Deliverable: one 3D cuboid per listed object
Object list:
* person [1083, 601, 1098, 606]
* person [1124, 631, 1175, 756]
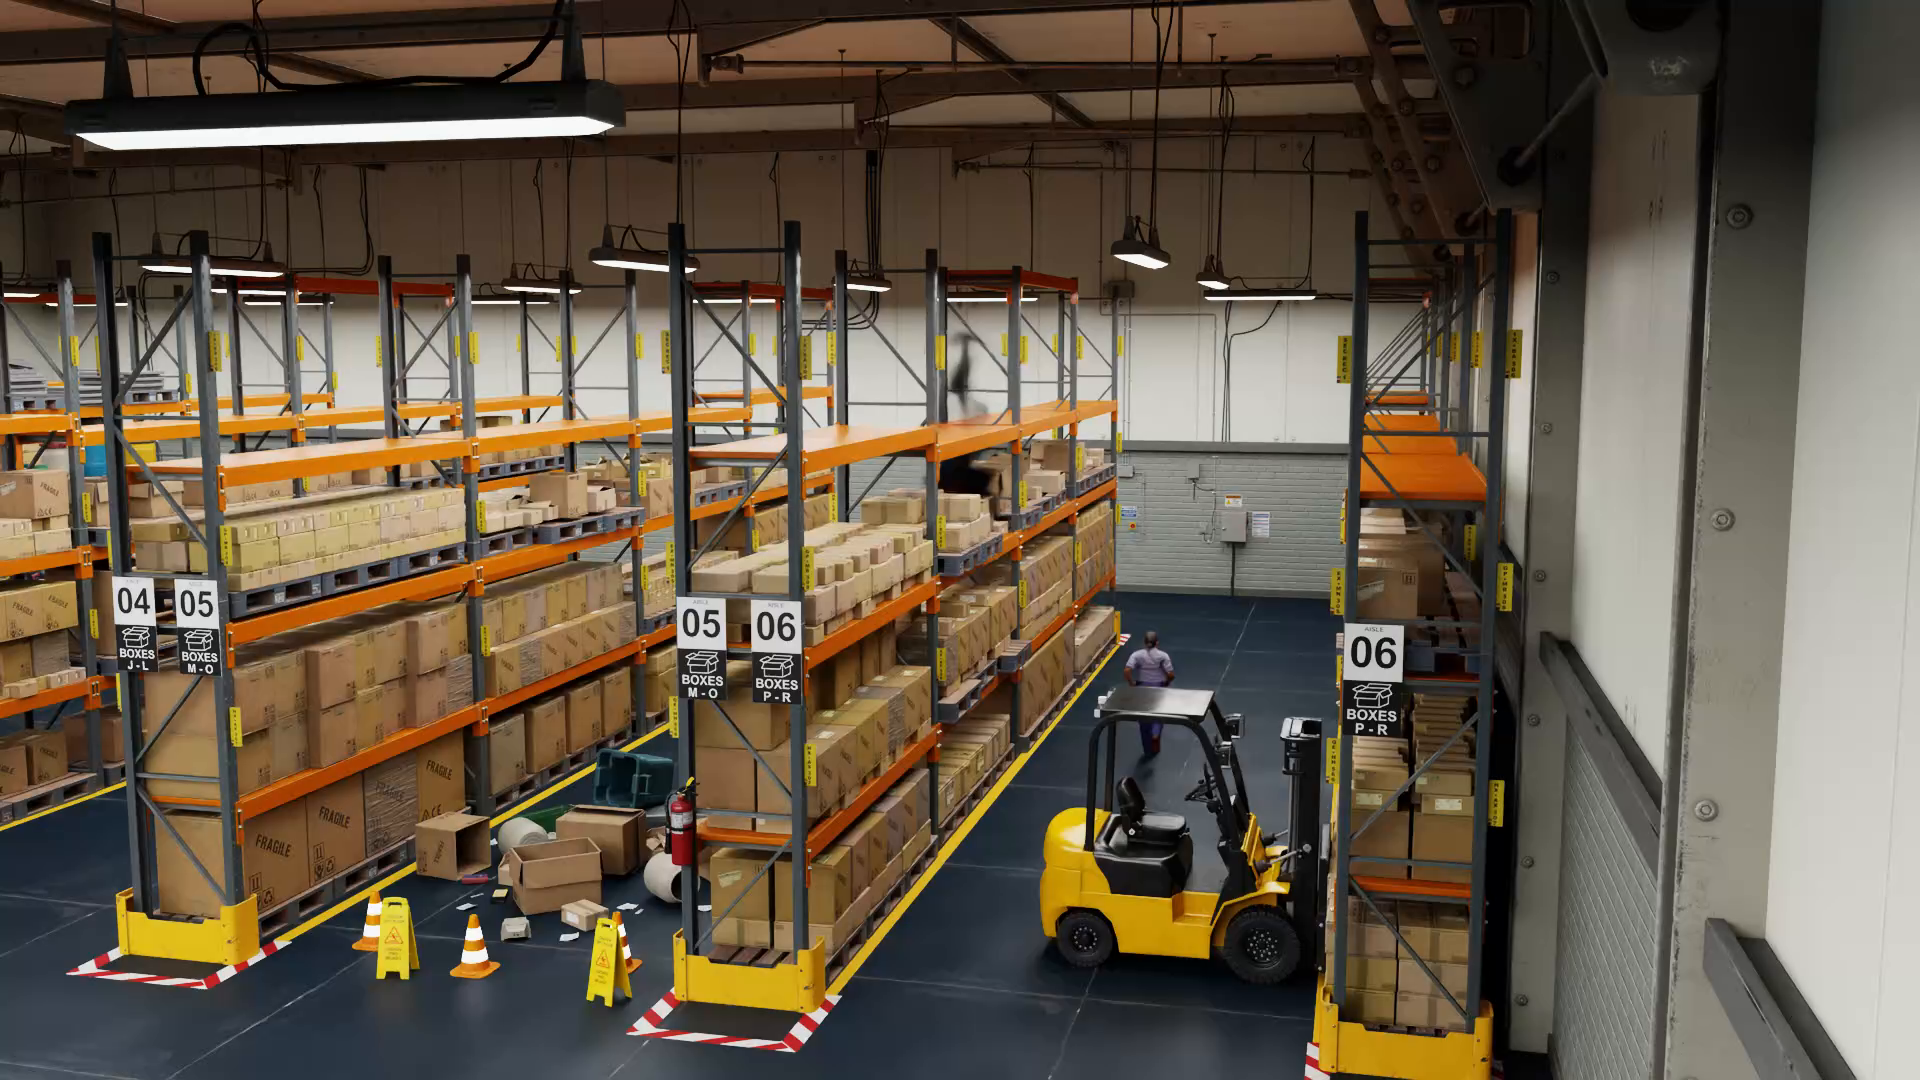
[{"bbox_3d":[2.106,0.724,29.317,0.863,1.771,0.657,1,7,7],"label":"person"},{"bbox_3d":[2.311,1.914,20.303,0.613,1.630,0.749,1,7,11],"label":"person"}]
